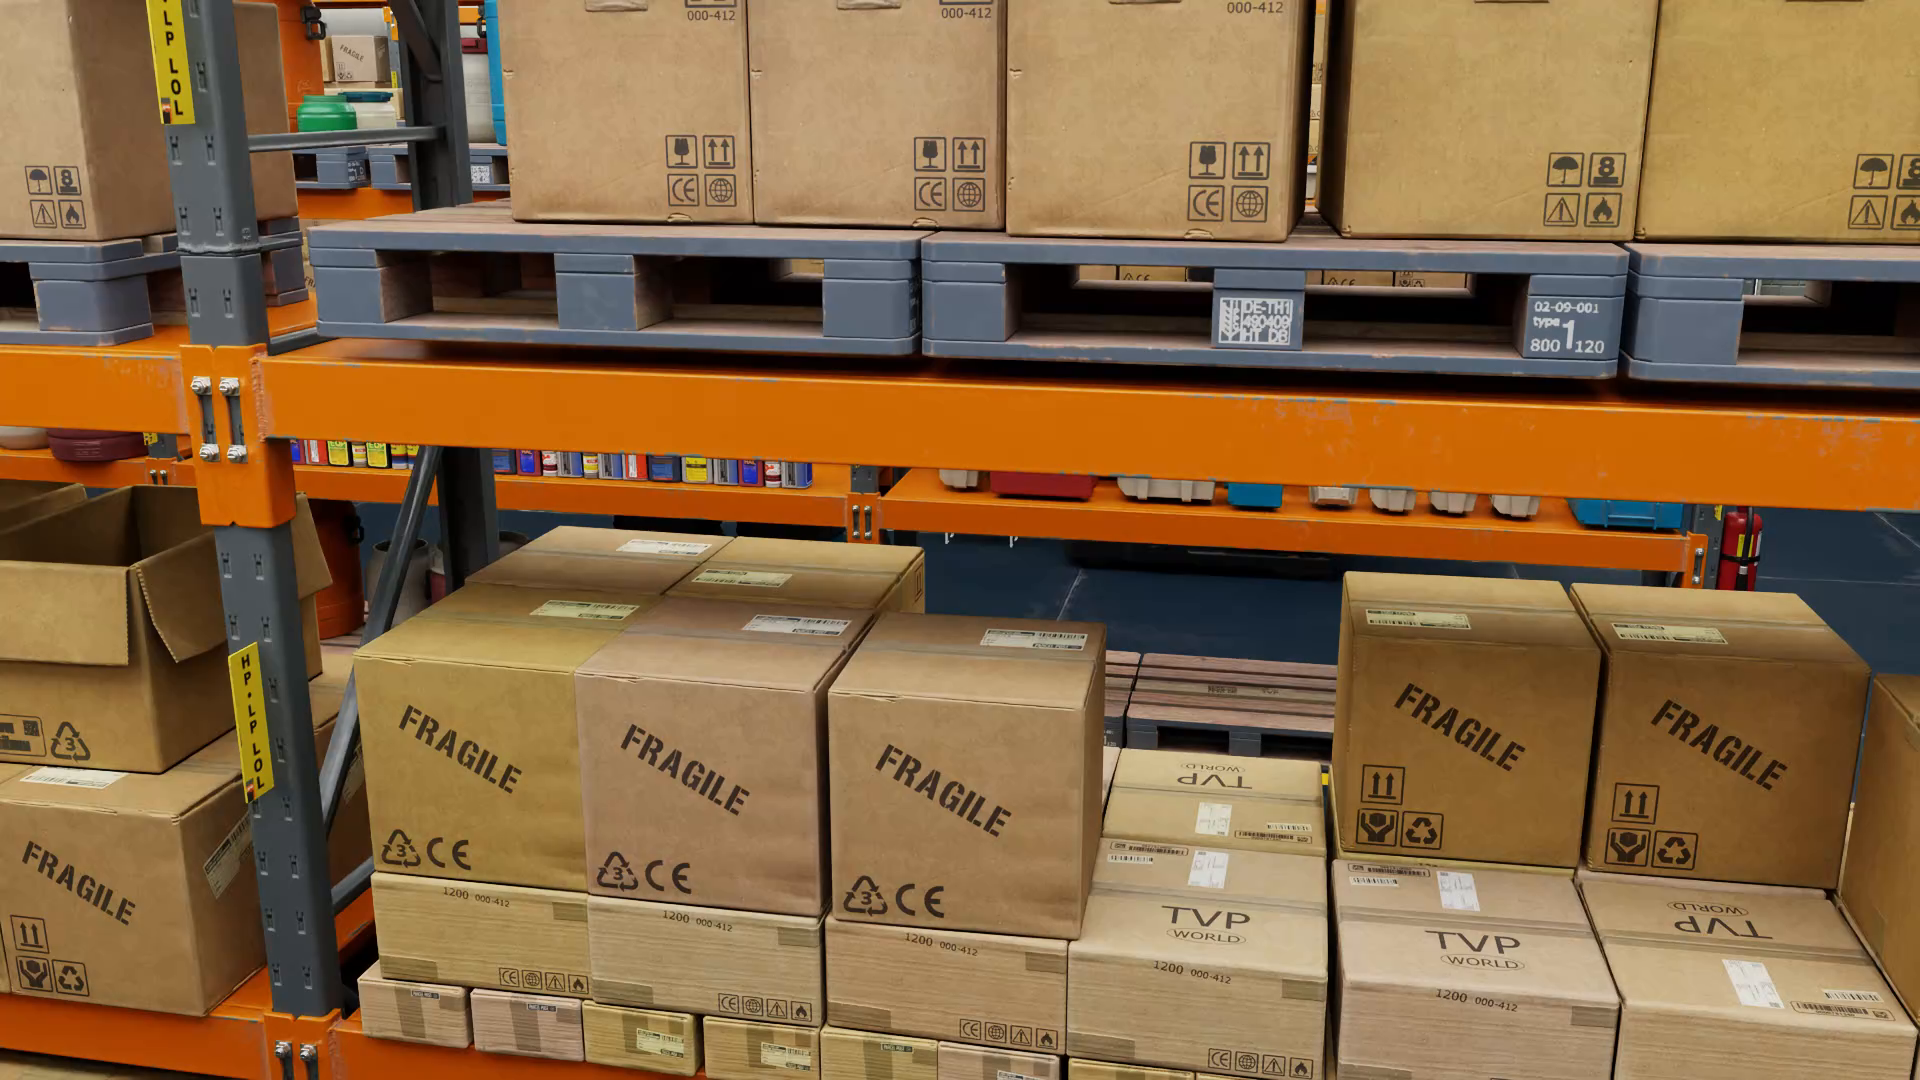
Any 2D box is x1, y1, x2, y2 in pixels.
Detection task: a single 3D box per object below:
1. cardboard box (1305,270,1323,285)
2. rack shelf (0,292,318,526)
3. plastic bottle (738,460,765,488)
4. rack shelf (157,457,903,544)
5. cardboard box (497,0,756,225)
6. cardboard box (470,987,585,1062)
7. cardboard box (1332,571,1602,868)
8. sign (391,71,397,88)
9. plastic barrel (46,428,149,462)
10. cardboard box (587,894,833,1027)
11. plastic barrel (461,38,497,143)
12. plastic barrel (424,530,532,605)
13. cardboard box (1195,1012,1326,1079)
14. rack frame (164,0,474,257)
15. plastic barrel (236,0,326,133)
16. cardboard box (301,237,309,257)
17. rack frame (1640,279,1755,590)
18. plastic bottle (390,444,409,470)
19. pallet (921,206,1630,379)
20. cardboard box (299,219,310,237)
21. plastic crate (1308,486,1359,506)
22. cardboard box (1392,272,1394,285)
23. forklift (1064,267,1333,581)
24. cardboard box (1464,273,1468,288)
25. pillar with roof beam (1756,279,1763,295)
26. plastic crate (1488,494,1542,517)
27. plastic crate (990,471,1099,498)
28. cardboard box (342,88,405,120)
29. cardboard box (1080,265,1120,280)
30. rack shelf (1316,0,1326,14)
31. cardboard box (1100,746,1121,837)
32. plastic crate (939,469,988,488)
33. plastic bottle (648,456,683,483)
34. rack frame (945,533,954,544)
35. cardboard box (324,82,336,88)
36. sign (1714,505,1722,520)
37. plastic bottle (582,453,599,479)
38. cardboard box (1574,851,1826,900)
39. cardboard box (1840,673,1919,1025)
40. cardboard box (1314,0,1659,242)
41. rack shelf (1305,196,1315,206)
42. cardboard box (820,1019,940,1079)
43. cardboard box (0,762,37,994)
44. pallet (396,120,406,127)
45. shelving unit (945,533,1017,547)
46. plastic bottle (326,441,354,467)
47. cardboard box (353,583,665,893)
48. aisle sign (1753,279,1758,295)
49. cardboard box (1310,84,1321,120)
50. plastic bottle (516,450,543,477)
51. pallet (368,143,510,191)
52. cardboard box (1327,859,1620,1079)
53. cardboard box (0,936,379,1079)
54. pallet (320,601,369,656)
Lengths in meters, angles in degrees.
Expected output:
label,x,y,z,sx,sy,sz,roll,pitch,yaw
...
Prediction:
label,x,y,z,sx,sy,sz,roll,pitch,yaw
cardboard box,2.520,-2.182,12.688,0.500,0.500,0.500,4,16,13
rack shelf,-3.339,-0.446,4.213,4.000,0.370,1.077,3,16,11
plastic bottle,-1.079,-0.417,8.598,0.133,0.283,0.061,3,16,11
rack shelf,-2.352,-0.296,9.290,4.000,0.370,1.077,3,16,11
cardboard box,-0.601,-0.959,3.556,0.500,0.500,0.700,2,16,8
cardboard box,-0.898,0.997,3.745,0.250,0.149,0.380,3,16,9
cardboard box,1.125,0.391,3.782,0.500,0.500,0.500,3,16,10
sign,-6.358,-5.106,18.719,0.005,0.325,0.100,3,16,11
plastic barrel,-4.827,-0.760,9.363,0.708,0.536,0.600,3,16,11
cardboard box,-0.485,0.809,3.675,0.500,0.250,0.500,3,16,11
plastic barrel,-2.545,-2.408,8.906,0.433,0.535,0.433,0,15,0
plastic barrel,-2.723,0.292,9.550,0.708,0.588,0.600,3,16,11
cardboard box,0.628,1.079,3.449,0.250,0.149,0.380,3,16,12
rack frame,-1.379,-2.132,3.332,0.127,3.000,1.000,3,16,11
plastic barrel,-3.757,-2.573,8.953,0.708,0.830,0.600,3,16,11
cardboard box,-7.765,-3.489,19.710,0.500,0.250,0.500,3,16,11
rack frame,3.527,-0.324,8.042,0.127,3.000,1.000,3,16,11
plastic bottle,-3.034,-0.523,9.000,0.097,0.271,0.097,0,15,0
pallet,0.612,-0.532,3.341,1.213,0.211,1.003,3,16,11
cardboard box,-7.764,-3.852,19.616,0.500,0.500,0.500,3,16,9
plastic crate,1.839,-0.260,8.194,0.250,0.136,0.298,3,16,11
cardboard box,3.622,-2.268,13.000,0.500,0.500,0.500,3,16,12
forklift,2.306,-1.284,11.636,3.031,2.935,1.130,3,16,10
cardboard box,4.027,-2.101,12.398,0.500,0.500,0.500,3,16,11
pillar with roof beam,7.462,-4.763,12.830,0.400,9.000,9.100,3,16,11
plastic crate,2.692,-0.222,8.055,0.243,0.136,0.396,3,16,11
plastic crate,0.432,-0.483,8.385,0.583,0.464,0.402,3,16,11
cardboard box,-4.853,-3.687,14.057,0.500,0.250,0.500,3,16,10
cardboard box,1.004,-2.264,12.984,0.500,0.500,0.500,4,16,13
rack shelf,3.542,-5.374,17.131,4.000,0.370,1.077,3,16,11
cardboard box,0.113,0.697,4.081,0.500,0.250,0.500,3,16,12
plastic crate,0.035,-0.376,8.613,0.243,0.136,0.396,3,16,11
plastic bottle,-1.540,-0.486,8.720,0.185,0.351,0.144,3,16,11
rack frame,-0.077,-0.582,12.347,0.015,1.200,0.240,3,16,11
cardboard box,-7.295,-5.050,19.259,0.500,0.500,0.500,2,16,6
sign,3.434,-0.258,7.498,0.005,0.325,0.100,3,16,11
plastic bottle,-1.946,-0.430,8.797,0.097,0.201,0.097,0,15,0
cardboard box,1.613,0.779,3.786,0.500,0.250,0.500,3,16,10
cardboard box,2.010,0.582,3.090,0.500,0.500,0.500,3,16,12
cardboard box,0.976,-0.862,3.206,0.500,0.500,0.700,2,16,7
rack shelf,1.567,-1.529,8.122,4.000,0.370,1.077,3,16,11
cardboard box,-0.131,1.038,3.597,0.250,0.149,0.380,3,16,10
cardboard box,-2.376,0.729,4.053,0.500,0.500,0.500,4,16,13
pallet,-4.004,-3.412,13.926,1.003,0.211,1.213,4,16,14
shelving unit,0.162,-0.569,12.300,0.503,1.200,0.258,3,16,11
plastic bottle,-3.377,-0.542,9.048,0.133,0.283,0.061,3,16,11
cardboard box,-0.961,0.419,3.680,0.500,0.500,0.500,3,16,11
aisle sign,3.539,-1.496,7.405,0.004,0.787,0.394,3,16,11
cardboard box,2.493,-3.273,12.415,0.500,0.250,0.500,3,16,11
plastic bottle,-2.290,-0.483,8.835,0.133,0.283,0.061,3,16,11
pallet,-2.292,-1.967,8.708,1.213,0.211,1.003,3,16,11
cardboard box,1.017,0.890,3.383,0.500,0.250,0.500,3,16,9
cardboard box,-2.011,1.552,4.464,0.875,0.875,1.225,3,16,11
pallet,-3.531,0.625,9.839,1.213,0.211,1.003,3,16,11
